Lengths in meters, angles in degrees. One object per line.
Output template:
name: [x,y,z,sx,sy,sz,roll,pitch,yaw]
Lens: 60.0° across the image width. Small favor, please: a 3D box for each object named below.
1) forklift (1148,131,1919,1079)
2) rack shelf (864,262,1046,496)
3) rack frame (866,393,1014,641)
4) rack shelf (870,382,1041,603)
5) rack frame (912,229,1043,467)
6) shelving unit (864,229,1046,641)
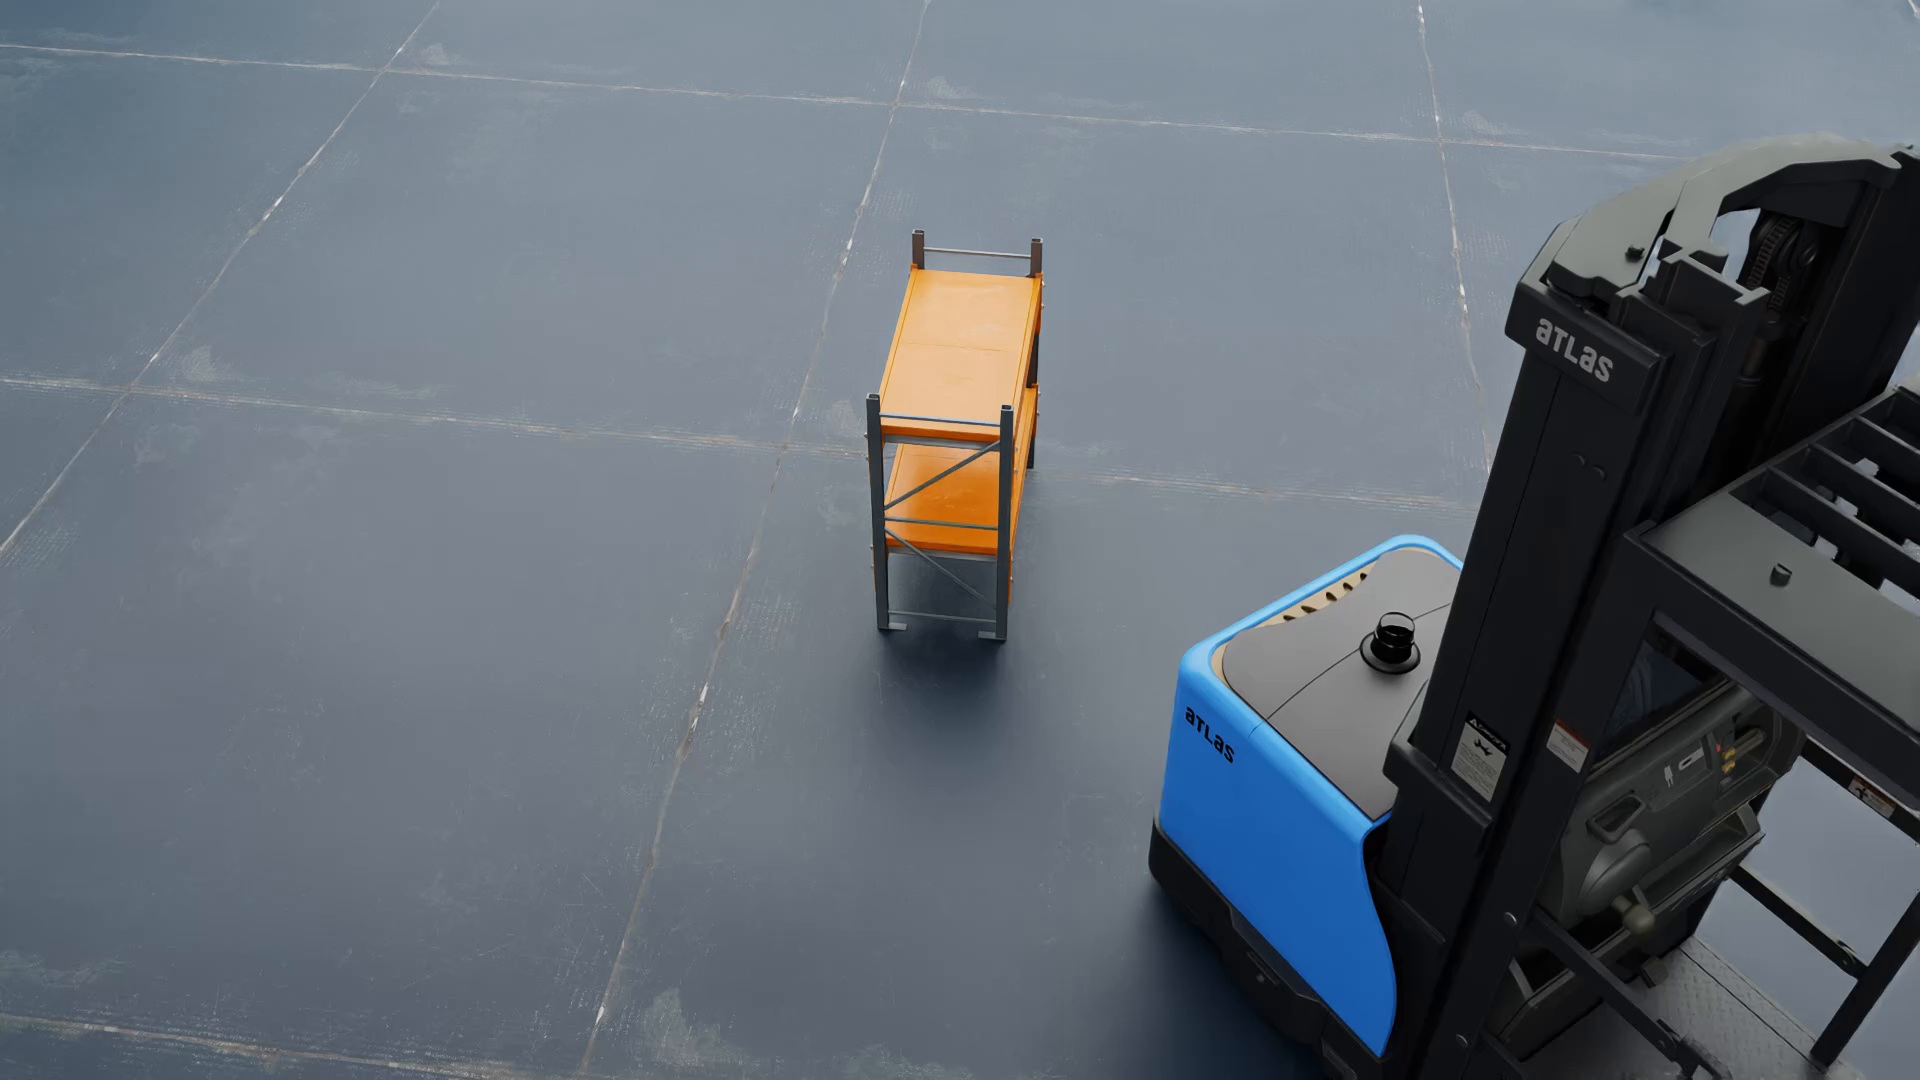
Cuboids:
forklift: [1.872,0.696,3.883,1.130,2.935,3.031,-25,49,-24]
rack shelf: [-0.001,-0.616,6.157,0.538,0.278,1.000,5,44,6]
rack frame: [-0.068,-0.057,5.992,0.500,1.125,0.032,5,44,6]
rack shelf: [-0.001,-0.226,6.526,0.538,0.278,1.000,5,44,6]
rack frame: [0.066,-0.750,6.724,0.500,1.125,0.032,5,44,6]
shelving unit: [-0.001,-0.404,6.358,0.538,1.125,1.048,5,44,6]
